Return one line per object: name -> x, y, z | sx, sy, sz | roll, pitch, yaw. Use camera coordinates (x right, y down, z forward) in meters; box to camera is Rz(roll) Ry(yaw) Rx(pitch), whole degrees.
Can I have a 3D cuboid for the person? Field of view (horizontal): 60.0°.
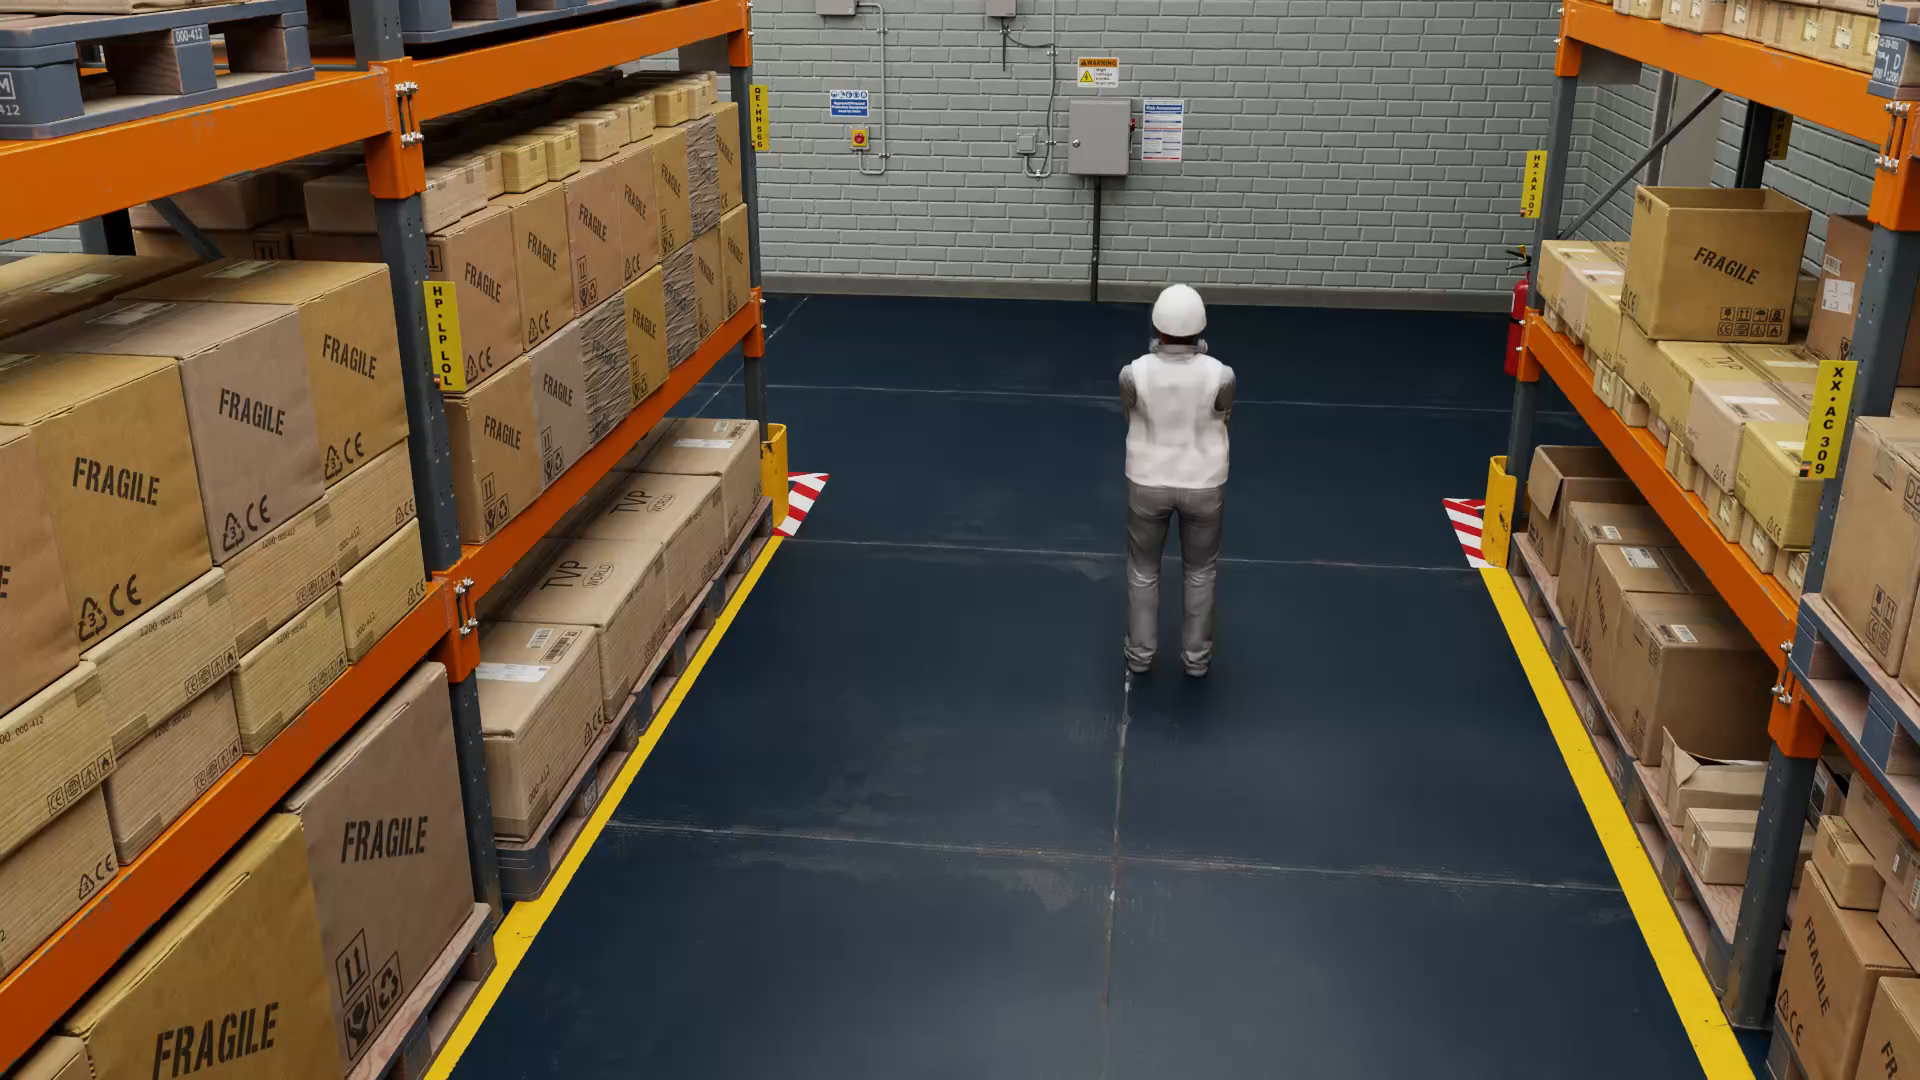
person -> 0.932, -0.283, 7.296 | 0.494, 1.762, 0.564 | 3, 21, 7
